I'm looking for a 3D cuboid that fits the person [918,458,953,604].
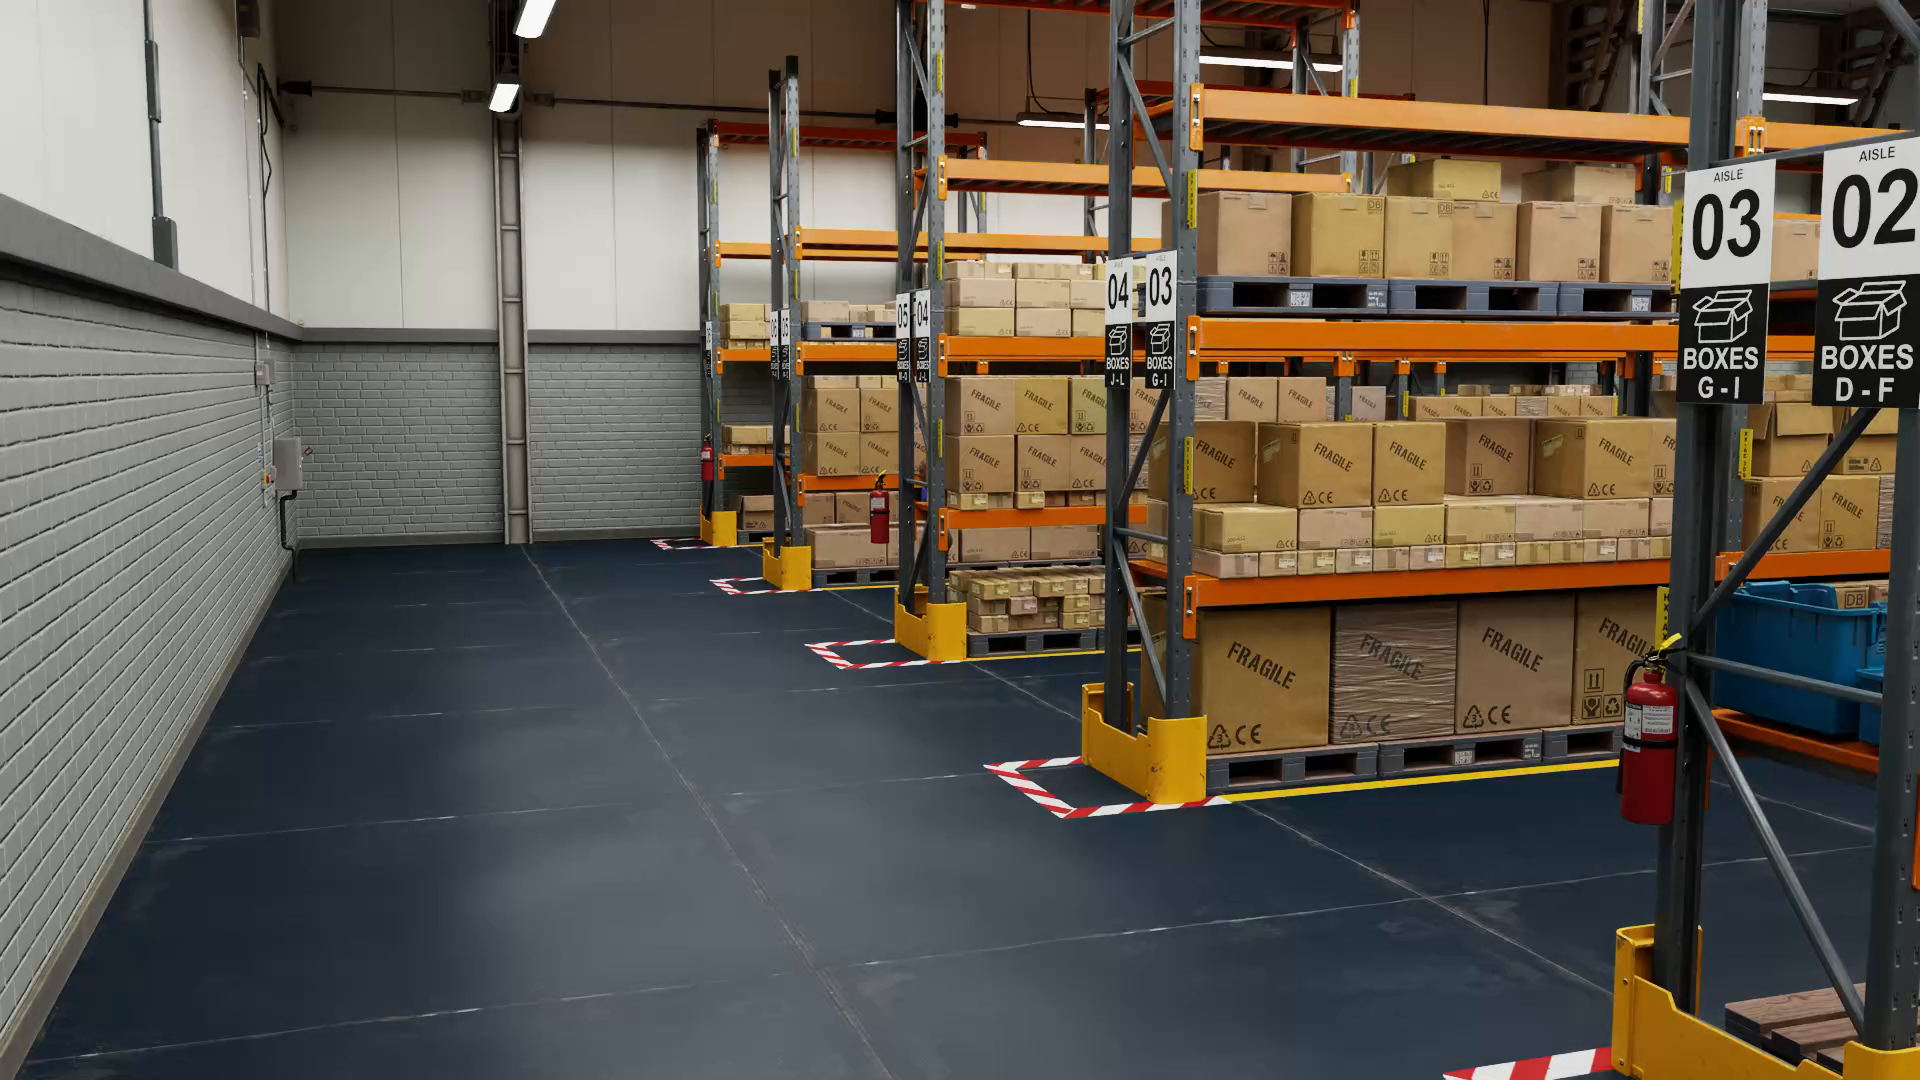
[{"bbox_3d":[-0.268,0.001,16.576,0.348,1.655,0.527,-2,6,-21],"label":"person"}]
